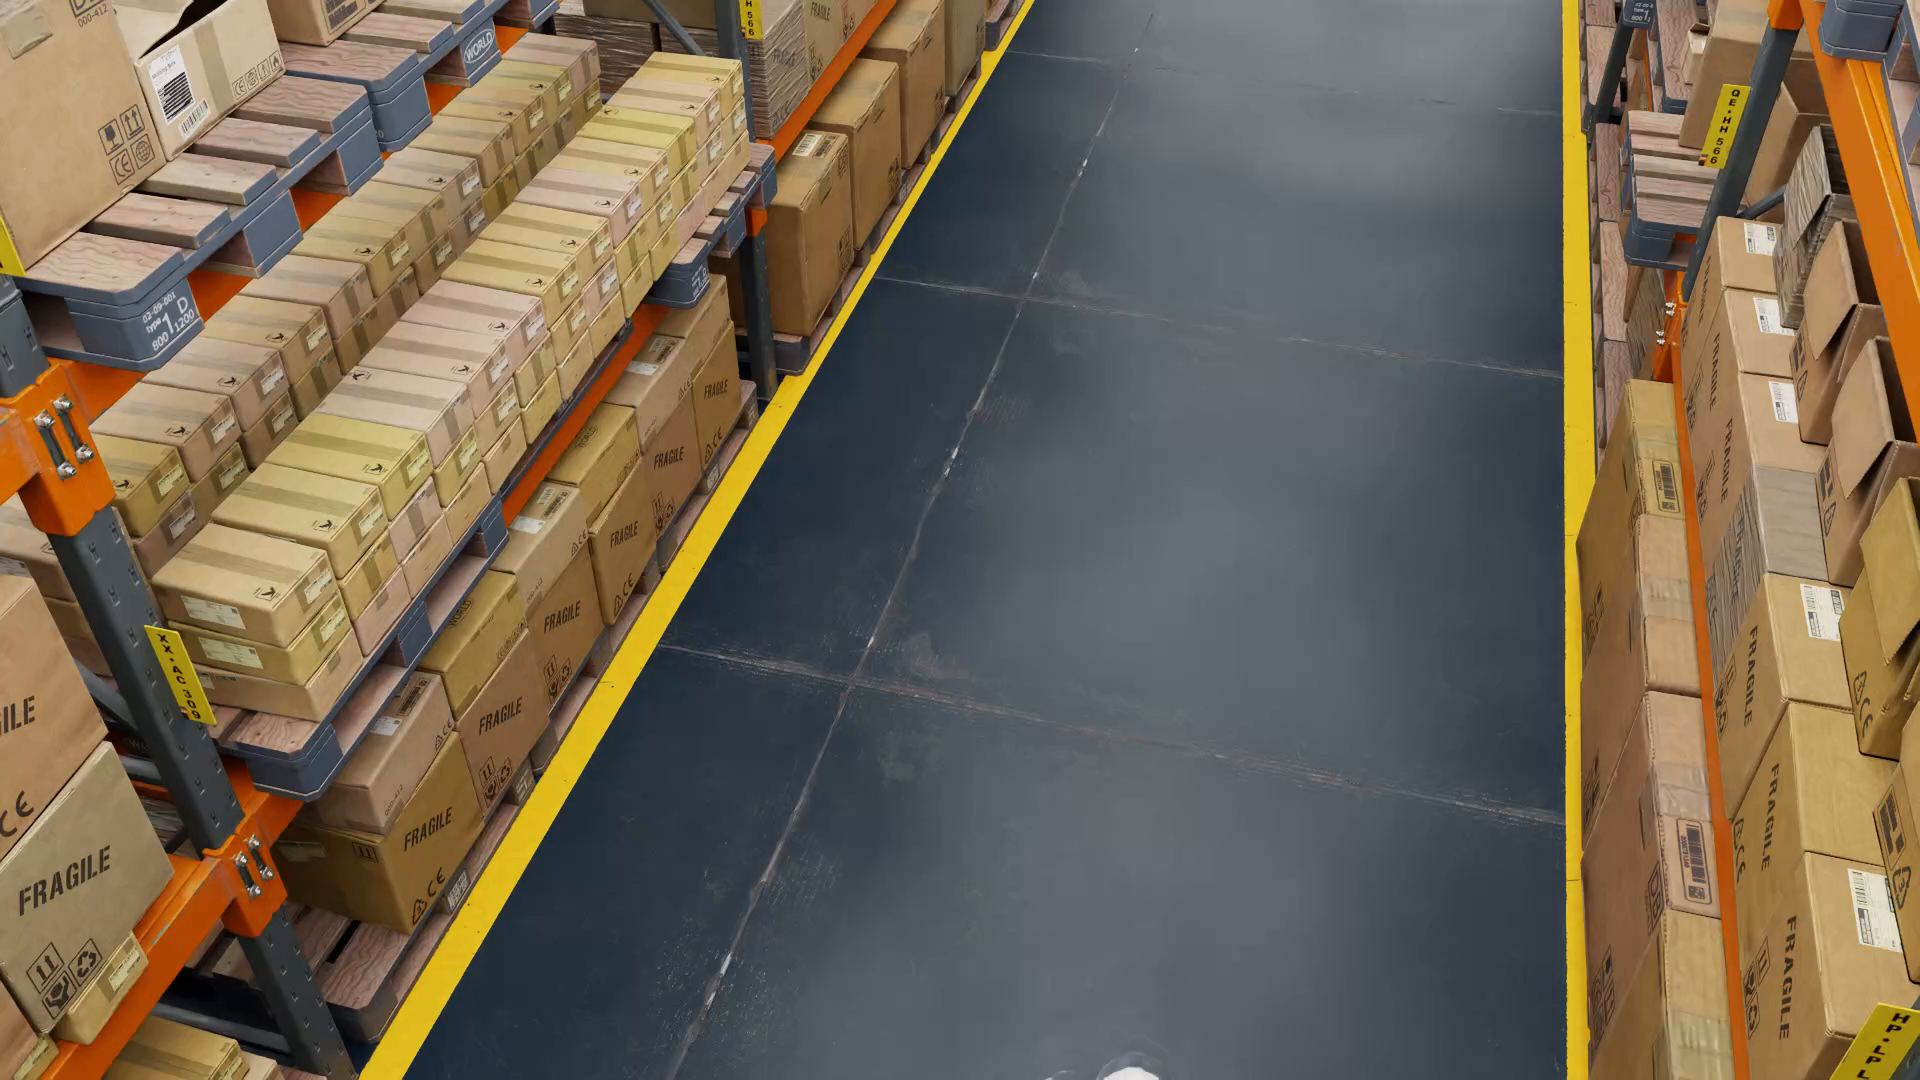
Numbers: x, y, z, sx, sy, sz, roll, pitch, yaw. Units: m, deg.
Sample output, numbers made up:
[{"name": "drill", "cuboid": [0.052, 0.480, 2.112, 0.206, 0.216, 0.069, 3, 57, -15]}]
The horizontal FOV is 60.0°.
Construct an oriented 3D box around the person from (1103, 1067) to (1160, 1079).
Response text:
[{"name": "person", "cuboid": [0.365, 1.848, 3.996, 0.592, 1.773, 0.834, 7, 41, 8]}]
